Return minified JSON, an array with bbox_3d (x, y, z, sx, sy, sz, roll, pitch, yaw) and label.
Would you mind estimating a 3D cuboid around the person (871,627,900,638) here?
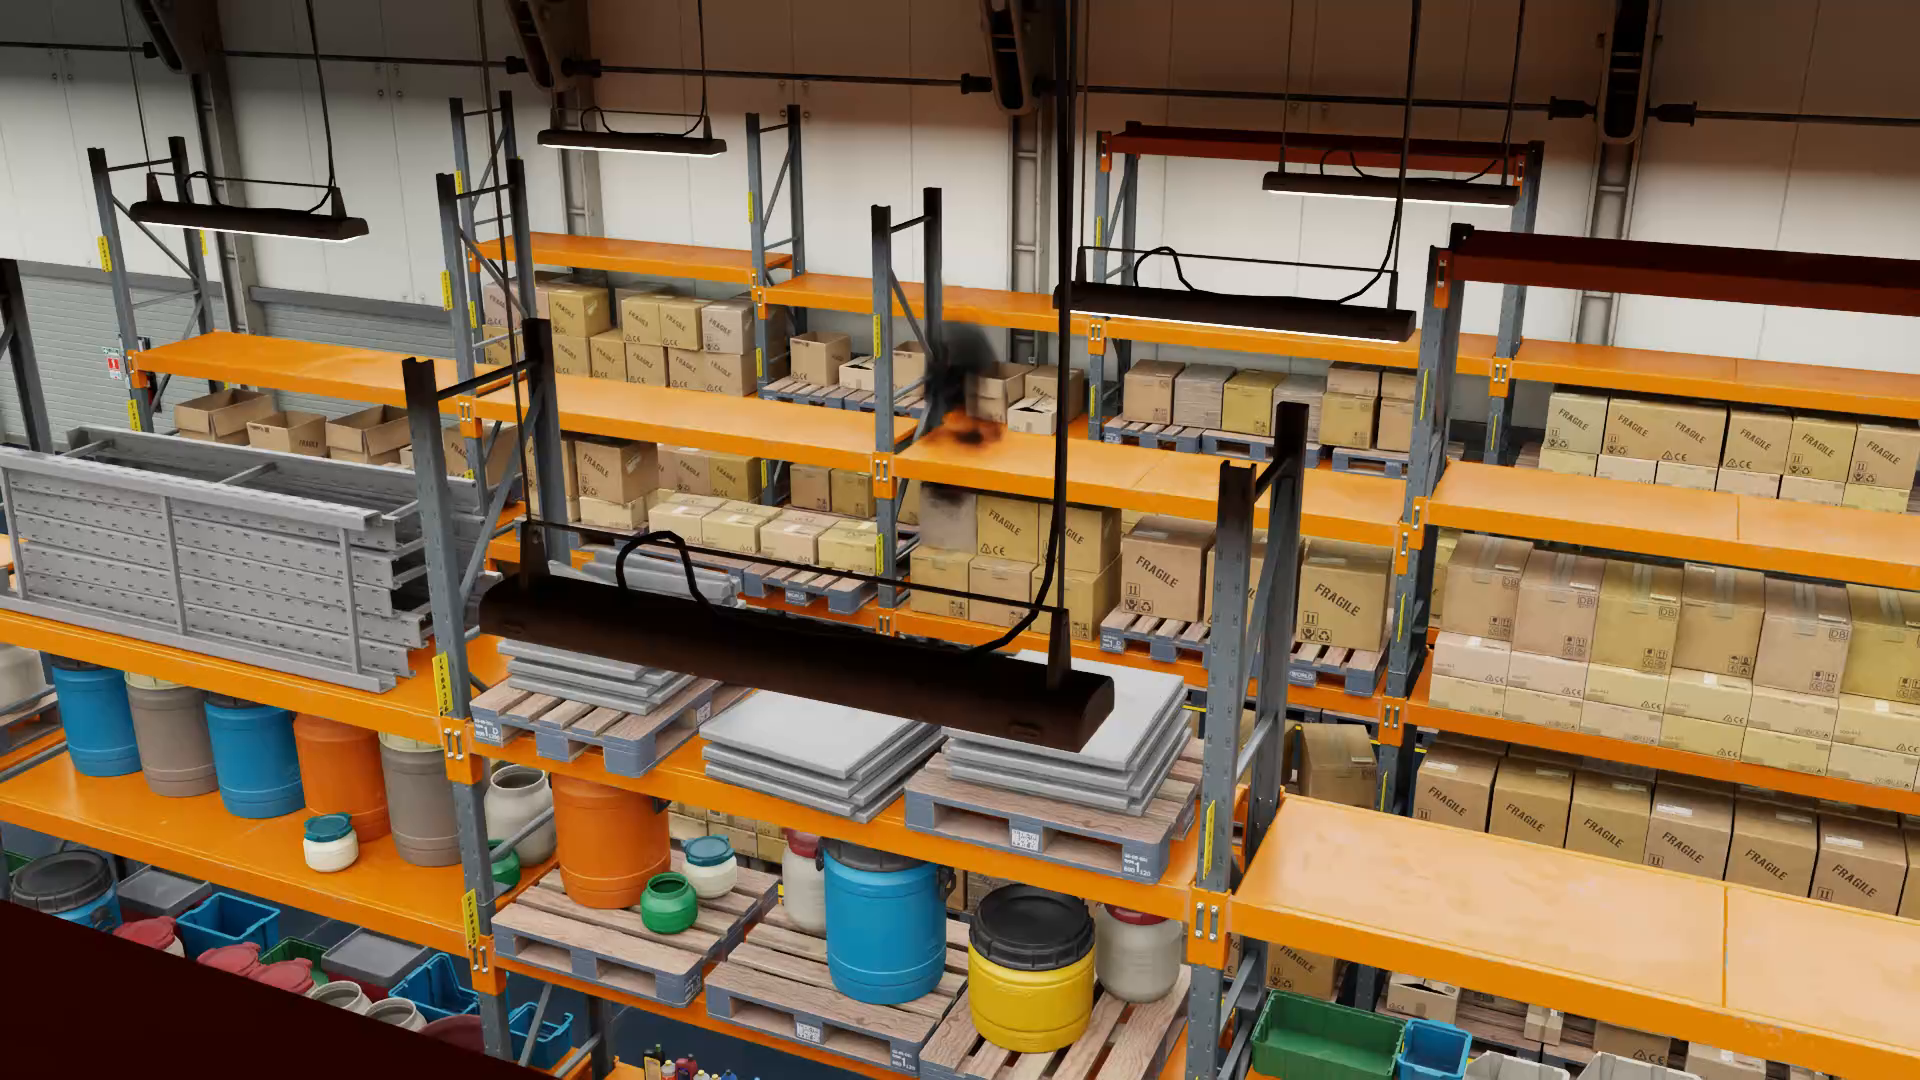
[{"bbox_3d":[-0.683,1.490,16.458,0.788,1.596,0.546,7,22,18],"label":"person"}]
